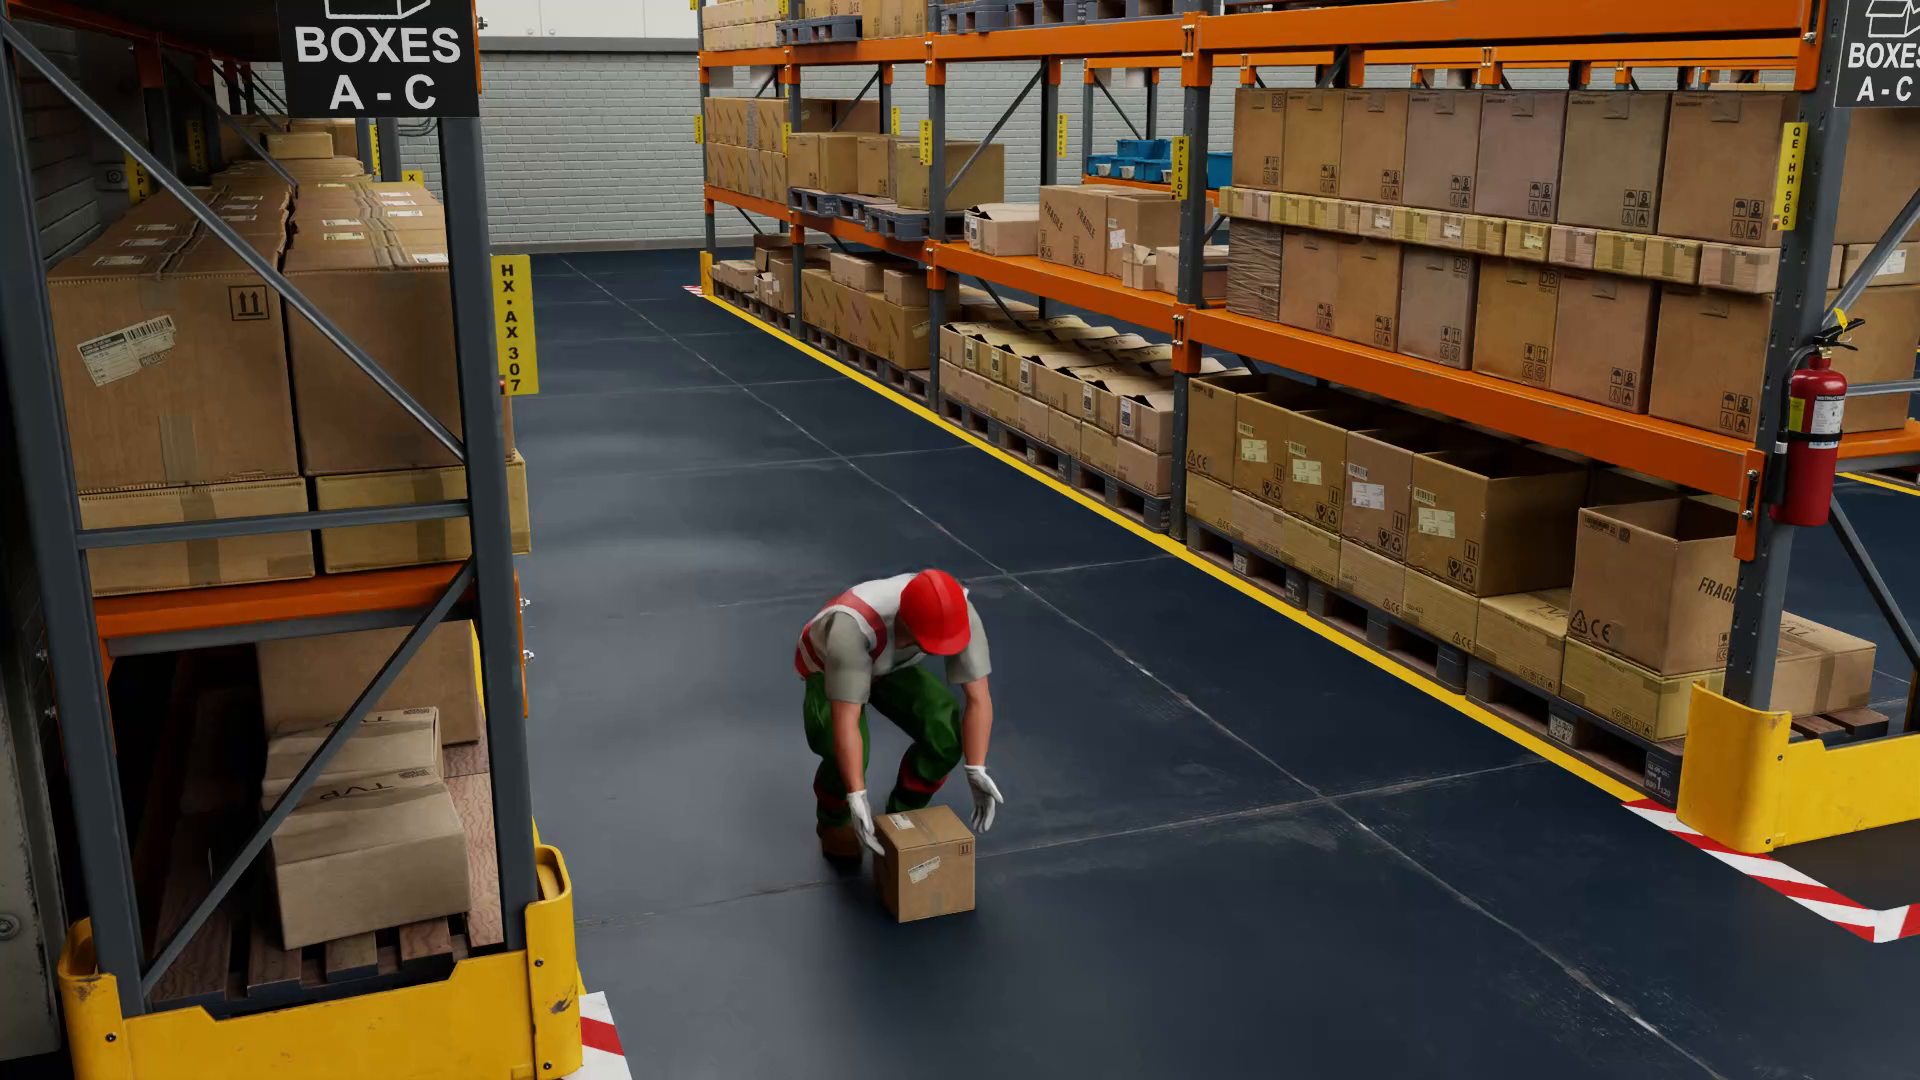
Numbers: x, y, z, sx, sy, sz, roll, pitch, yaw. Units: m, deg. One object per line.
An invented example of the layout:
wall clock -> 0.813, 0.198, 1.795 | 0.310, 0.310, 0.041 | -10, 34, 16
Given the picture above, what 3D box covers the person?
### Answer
person -> -0.219, 0.527, 5.436 | 0.579, 1.065, 0.870 | -6, 16, -20
